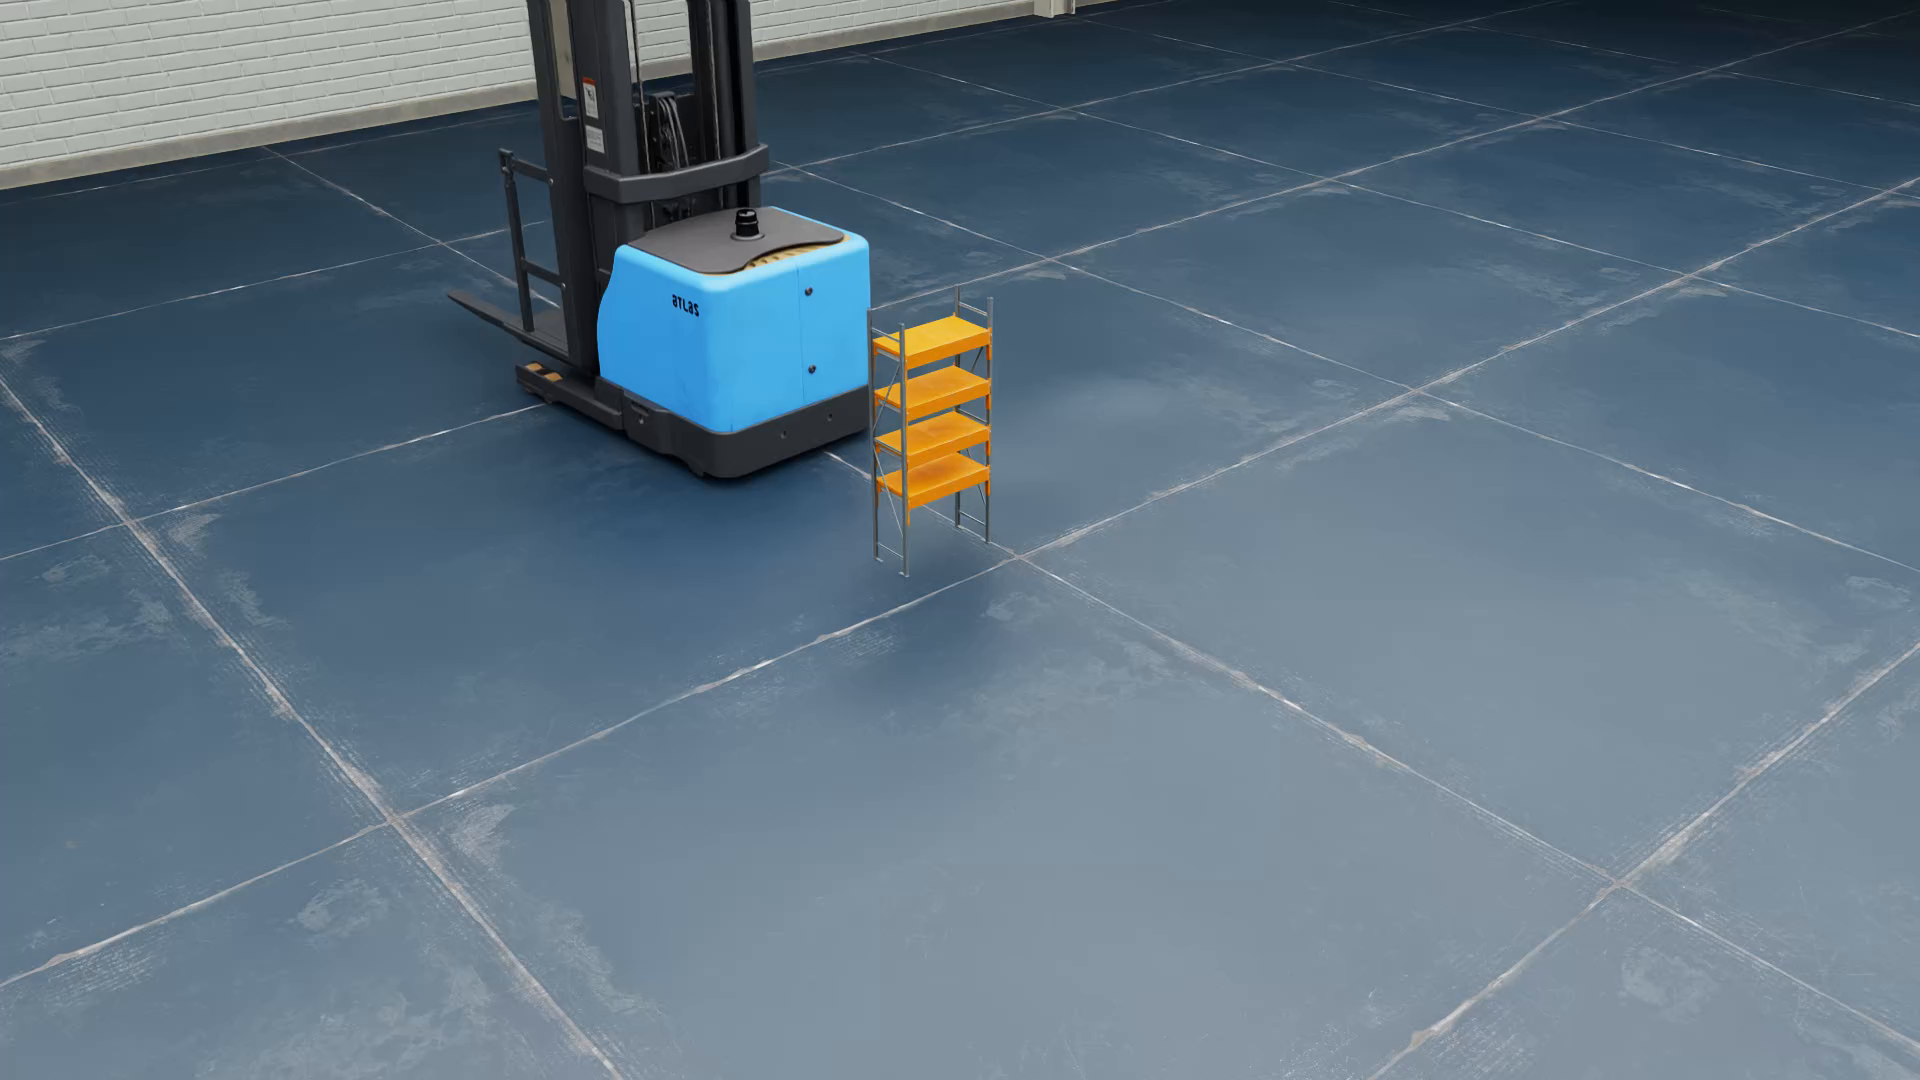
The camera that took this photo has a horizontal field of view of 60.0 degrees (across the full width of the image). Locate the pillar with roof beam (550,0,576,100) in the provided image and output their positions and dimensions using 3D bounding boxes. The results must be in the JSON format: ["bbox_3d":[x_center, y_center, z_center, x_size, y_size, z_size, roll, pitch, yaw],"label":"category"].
[{"bbox_3d":[-0.700,-6.605,10.562,0.400,9.000,9.100,-22,35,-35],"label":"pillar with roof beam"}]

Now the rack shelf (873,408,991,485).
[{"bbox_3d":[-0.126,-0.419,7.404,0.480,0.148,0.258,-22,35,-35],"label":"rack shelf"}]

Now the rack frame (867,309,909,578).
[{"bbox_3d":[-0.312,-0.404,7.233,0.015,1.200,0.240,-22,35,-35],"label":"rack frame"}]

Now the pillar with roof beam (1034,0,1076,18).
[{"bbox_3d":[3.865,-8.440,13.996,0.400,9.000,9.100,-22,35,-35],"label":"pillar with roof beam"}]

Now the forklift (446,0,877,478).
[{"bbox_3d":[-1.827,-2.196,8.749,1.130,2.935,3.031,-25,37,-38],"label":"forklift"}]

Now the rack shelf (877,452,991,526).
[{"bbox_3d":[-0.126,-0.244,7.498,0.480,0.148,0.258,-22,35,-35],"label":"rack shelf"}]

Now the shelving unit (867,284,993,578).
[{"bbox_3d":[-0.126,-0.479,7.372,0.503,1.200,0.258,-22,35,-35],"label":"shelving unit"}]

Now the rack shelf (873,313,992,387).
[{"bbox_3d":[-0.126,-0.825,7.187,0.480,0.148,0.258,-22,35,-35],"label":"rack shelf"}]

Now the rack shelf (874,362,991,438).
[{"bbox_3d":[-0.126,-0.616,7.299,0.480,0.148,0.258,-22,35,-35],"label":"rack shelf"}]

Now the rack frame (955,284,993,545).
[{"bbox_3d":[0.060,-0.553,7.512,0.015,1.200,0.240,-22,35,-35],"label":"rack frame"}]
